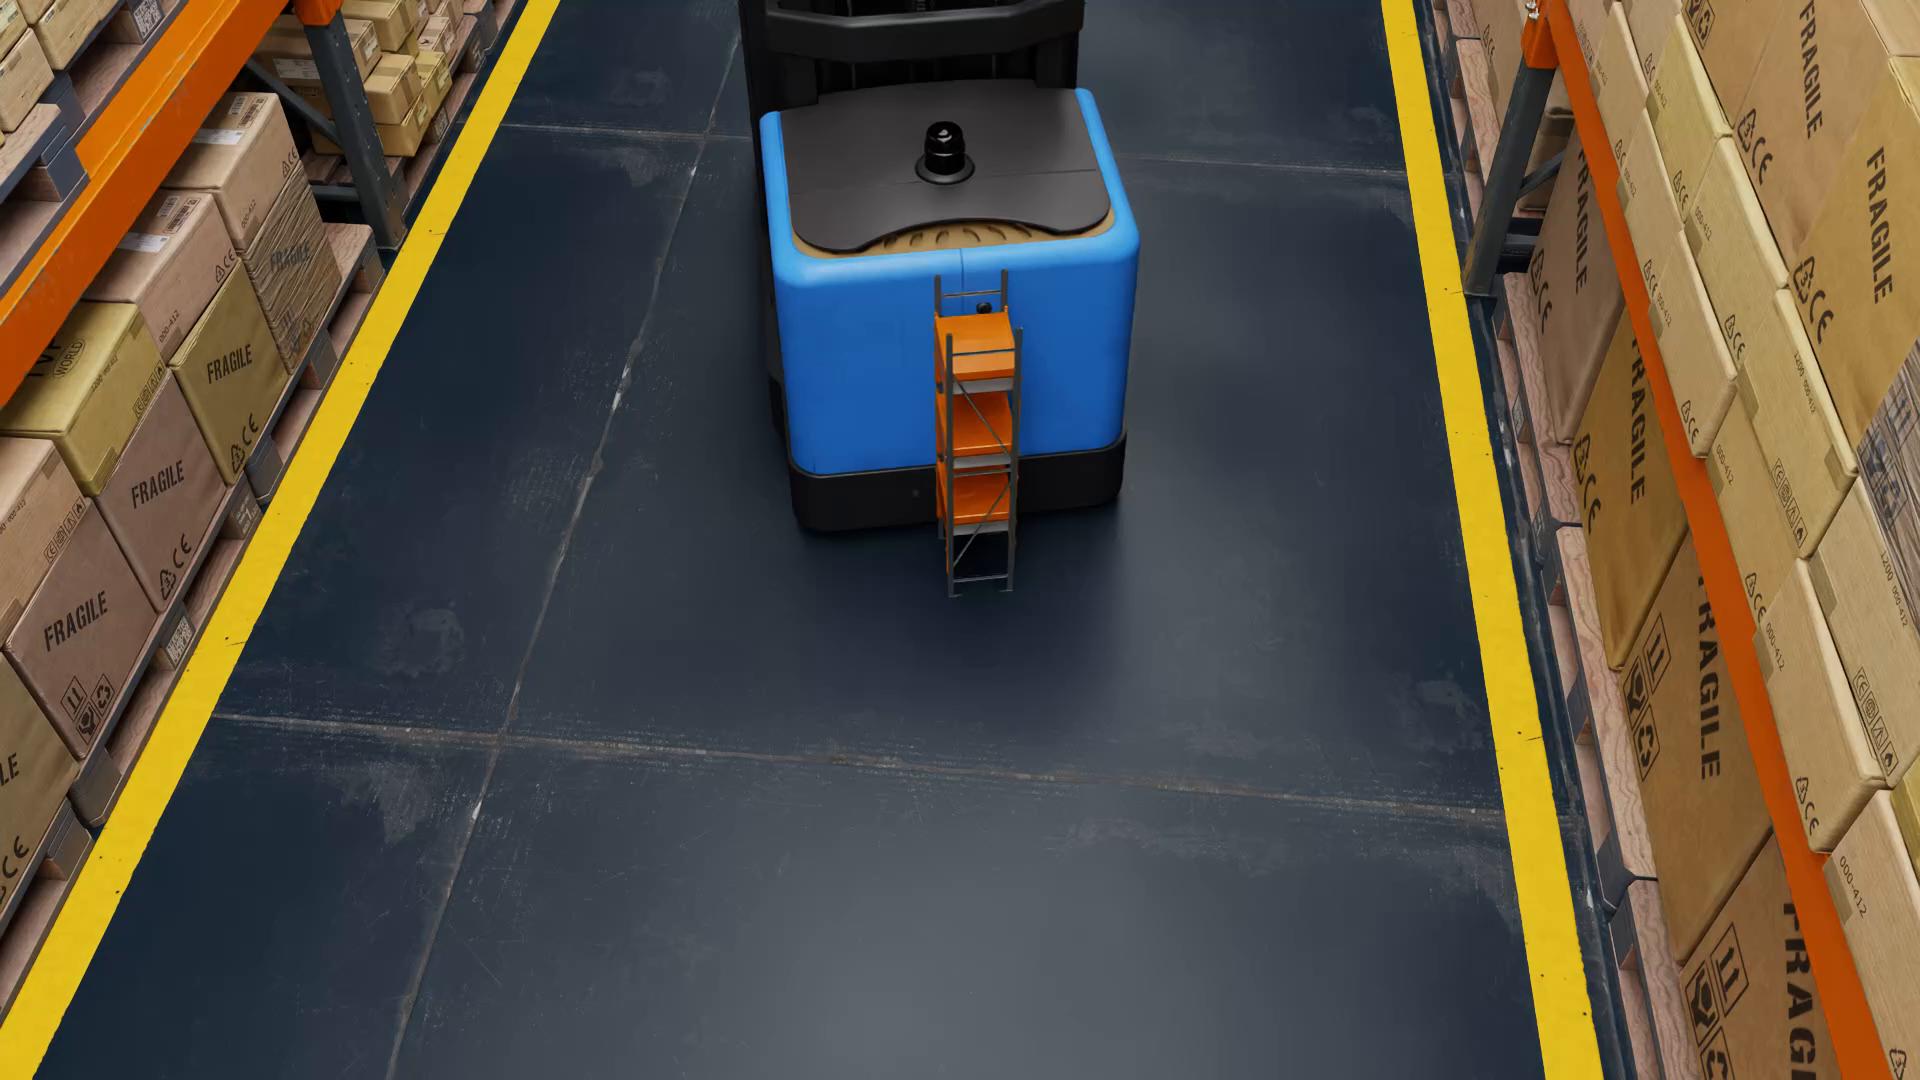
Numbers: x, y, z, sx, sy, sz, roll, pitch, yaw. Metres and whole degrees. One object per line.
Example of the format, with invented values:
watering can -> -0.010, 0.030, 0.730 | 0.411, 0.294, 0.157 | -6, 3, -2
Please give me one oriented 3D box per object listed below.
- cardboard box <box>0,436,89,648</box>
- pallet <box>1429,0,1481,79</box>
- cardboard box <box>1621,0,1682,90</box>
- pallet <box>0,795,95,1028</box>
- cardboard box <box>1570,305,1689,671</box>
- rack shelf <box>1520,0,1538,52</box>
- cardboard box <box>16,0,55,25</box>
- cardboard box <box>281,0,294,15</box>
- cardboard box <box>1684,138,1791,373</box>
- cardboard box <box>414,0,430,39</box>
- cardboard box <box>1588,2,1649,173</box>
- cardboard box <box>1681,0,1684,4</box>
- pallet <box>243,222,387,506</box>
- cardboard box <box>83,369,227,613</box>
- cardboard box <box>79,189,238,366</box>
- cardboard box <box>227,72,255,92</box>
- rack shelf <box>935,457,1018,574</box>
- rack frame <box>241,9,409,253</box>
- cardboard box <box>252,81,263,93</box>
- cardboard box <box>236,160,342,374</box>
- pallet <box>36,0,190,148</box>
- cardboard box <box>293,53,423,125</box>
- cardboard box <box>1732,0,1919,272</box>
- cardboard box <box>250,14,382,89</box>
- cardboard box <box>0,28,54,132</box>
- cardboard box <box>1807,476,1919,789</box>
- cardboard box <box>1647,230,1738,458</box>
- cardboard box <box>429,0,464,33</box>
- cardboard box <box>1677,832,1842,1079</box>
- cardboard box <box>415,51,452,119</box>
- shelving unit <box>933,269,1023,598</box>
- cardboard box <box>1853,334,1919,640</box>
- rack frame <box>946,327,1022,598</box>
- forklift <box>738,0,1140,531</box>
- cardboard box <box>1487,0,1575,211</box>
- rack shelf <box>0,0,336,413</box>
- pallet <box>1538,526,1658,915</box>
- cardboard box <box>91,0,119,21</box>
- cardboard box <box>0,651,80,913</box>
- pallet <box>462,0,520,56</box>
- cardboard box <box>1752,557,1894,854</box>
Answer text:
cardboard box -> -2.555, -0.006, 4.124 | 0.500, 0.250, 0.500 | 4, 48, 4
pallet -> 2.596, -2.421, 7.322 | 1.003, 0.211, 1.213 | 4, 48, 4
cardboard box -> 1.999, -1.339, 4.204 | 0.500, 0.250, 0.500 | 5, 48, 4
pallet -> -2.891, 1.138, 4.066 | 1.003, 0.211, 1.213 | 4, 48, 4
cardboard box -> 2.288, -0.209, 4.564 | 0.875, 0.875, 0.875 | 5, 48, 5
rack shelf -> 2.522, -3.137, 6.574 | 1.077, 0.370, 4.000 | 4, 48, 4
cardboard box -> -2.507, -1.443, 4.221 | 0.380, 0.149, 0.250 | 2, 48, 2
cardboard box -> -2.868, -2.099, 6.583 | 0.380, 0.149, 0.250 | 2, 48, 2
cardboard box -> 1.883, -0.598, 3.527 | 0.500, 0.250, 0.500 | 3, 48, 2
cardboard box -> -2.327, -2.067, 6.553 | 0.380, 0.149, 0.250 | 4, 48, 3
cardboard box -> 1.991, -1.173, 4.392 | 0.500, 0.250, 0.500 | 3, 48, 3
cardboard box -> 1.995, -1.601, 3.937 | 0.500, 0.500, 0.500 | 4, 48, 3
pallet -> -2.668, -0.655, 5.706 | 1.003, 0.211, 1.213 | 4, 48, 4
cardboard box -> -2.514, -0.152, 4.766 | 0.500, 0.500, 0.500 | 3, 48, 3
cardboard box -> -2.475, -0.779, 4.831 | 0.500, 0.250, 0.500 | 6, 48, 5
cardboard box -> -2.887, -1.701, 6.219 | 0.380, 0.149, 0.250 | 5, 48, 4
rack shelf -> 0.047, -0.083, 5.006 | 0.215, 0.259, 0.240 | -6, 48, -5
rack frame -> -2.599, -2.169, 5.201 | 1.000, 3.000, 0.127 | 4, 48, 4
cardboard box -> -2.902, -1.659, 6.382 | 0.380, 0.149, 0.250 | 4, 48, 4
cardboard box -> -2.415, -0.906, 5.455 | 0.500, 0.500, 0.500 | 3, 48, 3
pallet -> -2.813, -1.552, 4.767 | 1.003, 0.211, 1.213 | 4, 48, 4
cardboard box -> -2.247, -1.693, 6.212 | 0.380, 0.149, 0.250 | 6, 48, 5
cardboard box -> 1.906, -0.853, 3.252 | 0.500, 0.500, 0.500 | 3, 48, 3
cardboard box -> -2.361, -1.788, 6.097 | 0.380, 0.149, 0.250 | 6, 48, 5
cardboard box -> -2.528, -1.158, 4.162 | 0.380, 0.149, 0.250 | 2, 48, 2
cardboard box -> 1.809, 0.161, 2.833 | 0.500, 0.250, 0.500 | 3, 48, 3
cardboard box -> 1.874, -0.431, 3.713 | 0.500, 0.250, 0.500 | 3, 48, 3
cardboard box -> -2.277, -2.166, 6.845 | 0.380, 0.149, 0.250 | 3, 48, 3
cardboard box -> 2.121, 1.103, 3.364 | 0.875, 0.875, 0.875 | 3, 48, 3
cardboard box -> -2.221, -1.790, 6.501 | 0.380, 0.149, 0.250 | 5, 48, 5
shelving unit -> 0.047, -0.278, 4.793 | 0.215, 1.050, 0.252 | -6, 48, -5
cardboard box -> 1.800, -0.117, 2.579 | 0.500, 0.500, 0.500 | 5, 48, 4
rack frame -> 0.063, -0.189, 4.711 | 0.200, 1.050, 0.008 | -6, 48, -5
forklift -> -0.191, -2.116, 5.199 | 1.130, 2.935, 3.031 | -6, 48, -5
cardboard box -> 2.504, -1.641, 6.170 | 0.875, 0.438, 0.875 | 3, 48, 3
rack shelf -> -2.781, -0.456, 4.122 | 1.077, 0.370, 4.000 | 4, 48, 4
pallet -> 2.236, 0.502, 4.648 | 1.003, 0.211, 1.213 | 4, 48, 4
cardboard box -> -2.486, -1.547, 4.517 | 0.380, 0.149, 0.250 | 4, 48, 3
cardboard box -> -2.603, 0.600, 4.078 | 0.500, 0.500, 0.500 | 4, 48, 4
pallet -> -2.464, -2.622, 7.505 | 1.003, 0.211, 1.213 | 4, 48, 4
cardboard box -> 1.794, 0.314, 3.031 | 0.500, 0.250, 0.500 | 5, 48, 4
